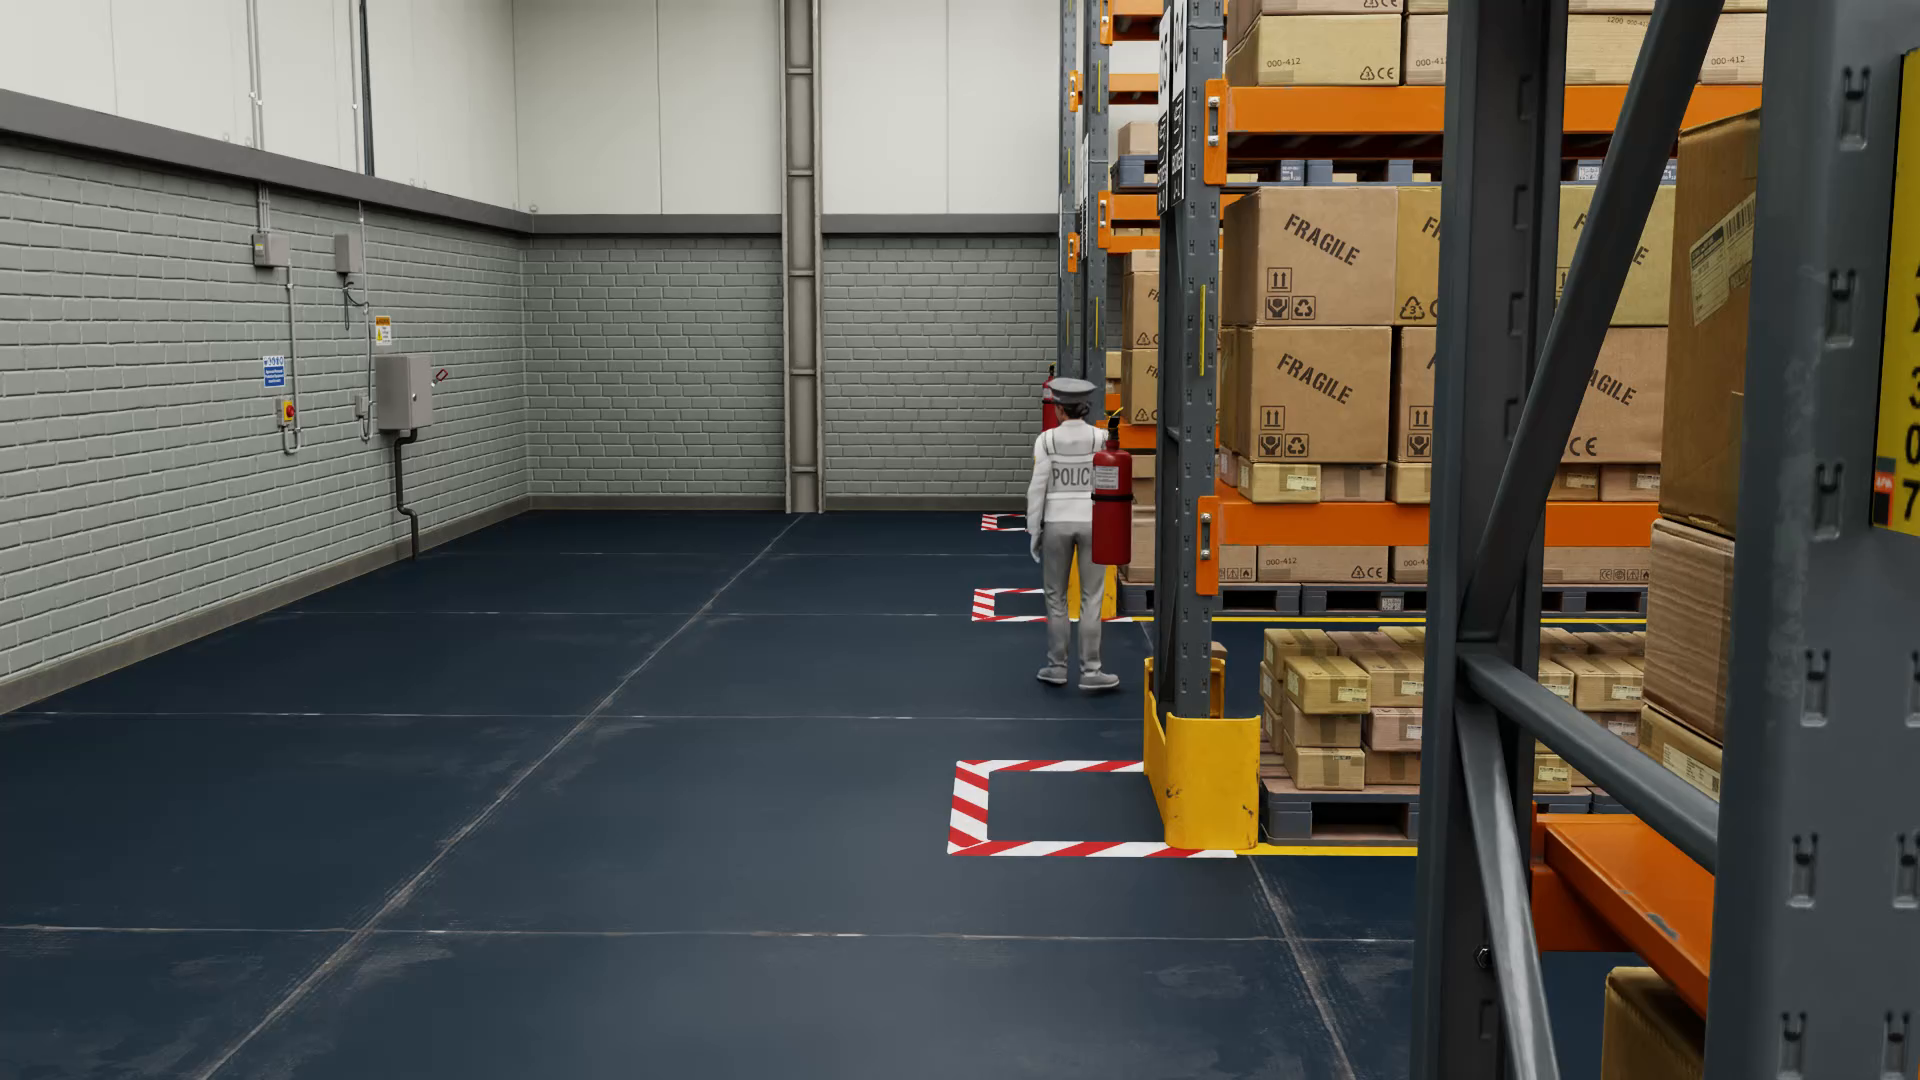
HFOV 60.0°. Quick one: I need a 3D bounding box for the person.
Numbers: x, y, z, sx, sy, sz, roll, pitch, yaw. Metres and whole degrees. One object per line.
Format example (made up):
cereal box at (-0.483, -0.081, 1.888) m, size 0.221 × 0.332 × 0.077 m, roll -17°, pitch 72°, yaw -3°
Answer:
person at (0.614, -0.030, 8.964) m, size 0.503 × 1.679 × 0.526 m, roll 1°, pitch 7°, yaw 5°
